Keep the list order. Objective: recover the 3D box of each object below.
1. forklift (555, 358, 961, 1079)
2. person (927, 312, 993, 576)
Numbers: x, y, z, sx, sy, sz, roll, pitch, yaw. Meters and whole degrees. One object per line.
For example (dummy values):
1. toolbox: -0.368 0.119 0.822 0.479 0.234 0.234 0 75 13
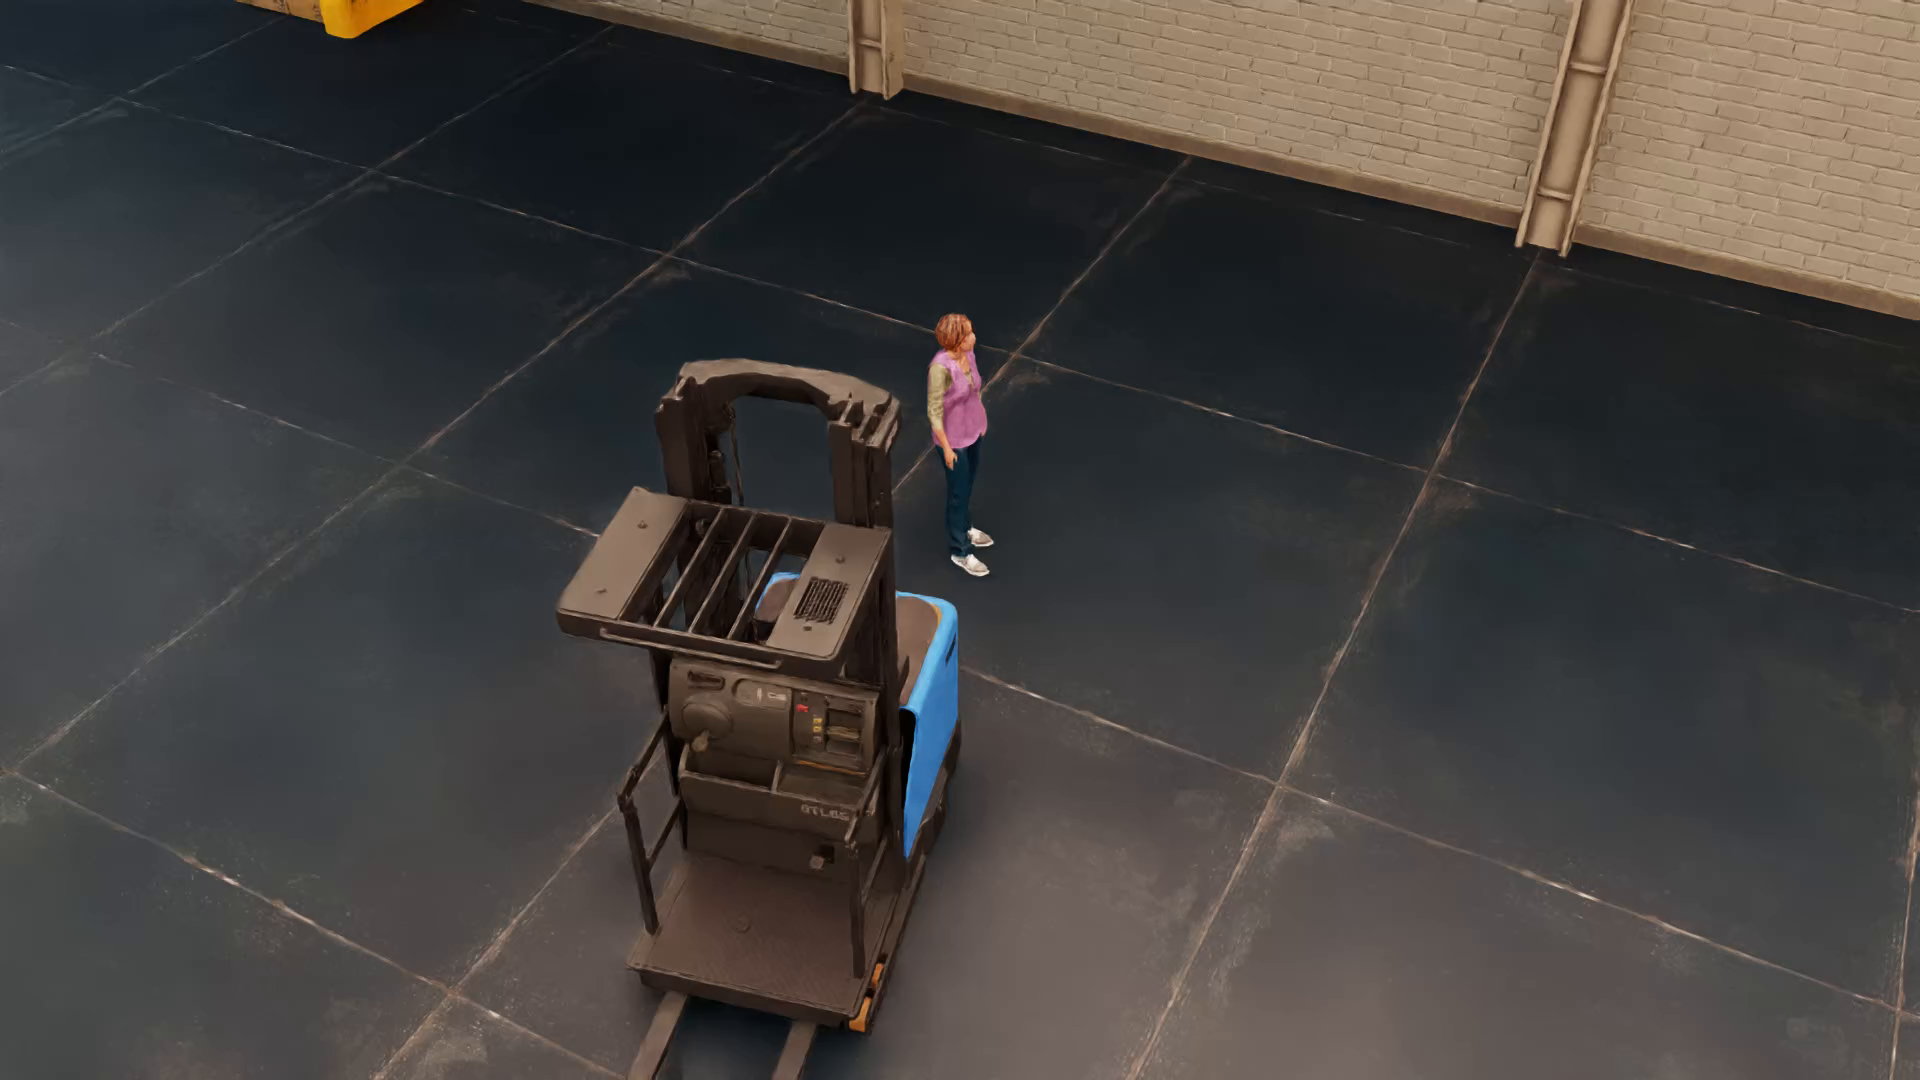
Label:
1. forklift: -0.859 0.843 6.986 1.130 2.935 3.031 9 41 11
2. person: 0.060 -0.586 9.707 0.474 1.597 0.520 18 43 21
